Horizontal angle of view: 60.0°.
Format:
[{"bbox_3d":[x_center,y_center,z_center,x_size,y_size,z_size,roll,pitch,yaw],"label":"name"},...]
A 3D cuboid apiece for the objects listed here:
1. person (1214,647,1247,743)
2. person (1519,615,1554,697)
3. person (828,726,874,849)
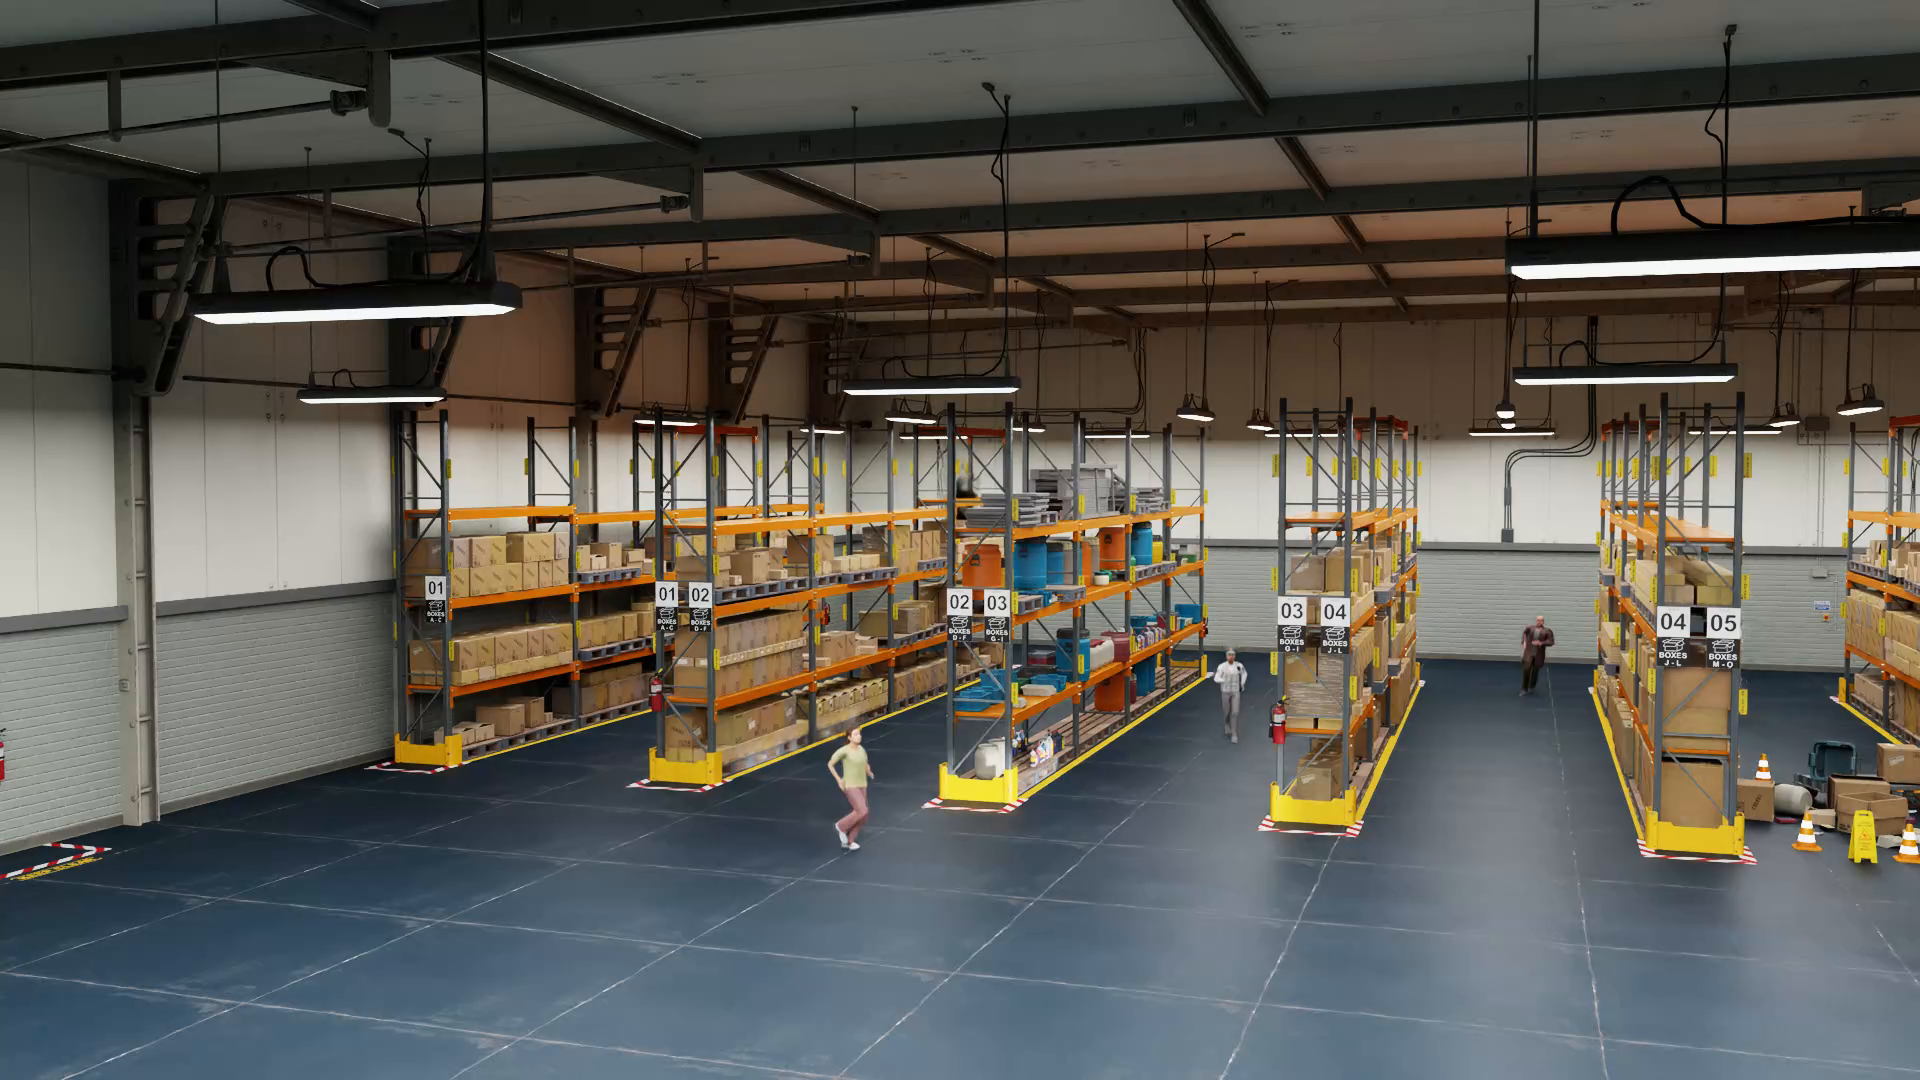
[{"bbox_3d":[4.989,2.820,30.614,0.612,1.701,0.920,0,2,6],"label":"person"},{"bbox_3d":[12.750,2.565,36.677,0.703,1.825,0.890,1,3,27],"label":"person"},{"bbox_3d":[-1.359,3.255,21.766,0.535,1.606,0.568,2,3,41],"label":"person"}]
